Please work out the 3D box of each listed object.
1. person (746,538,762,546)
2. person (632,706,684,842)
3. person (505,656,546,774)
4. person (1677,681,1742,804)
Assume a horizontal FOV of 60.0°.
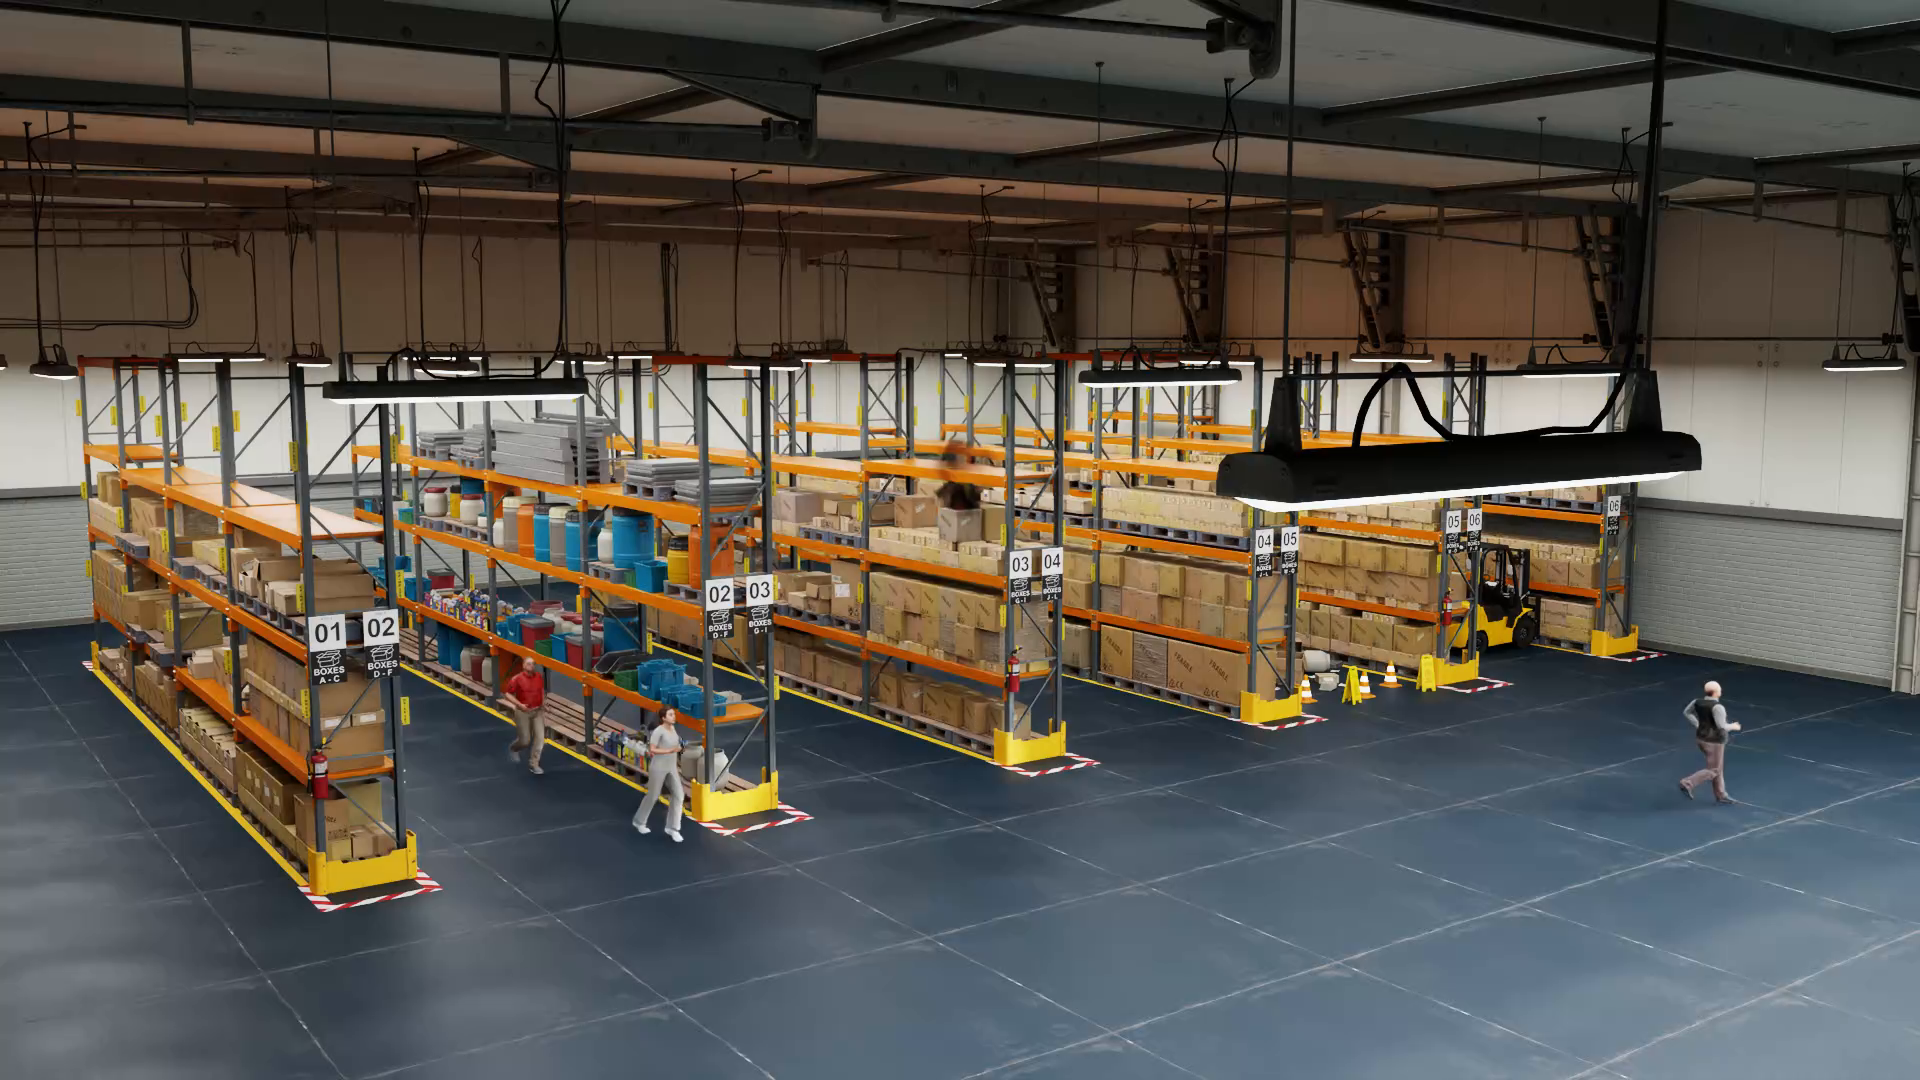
[{"bbox_3d":[-5.160,0.476,41.363,0.657,1.741,0.684,-5,9,-36],"label":"person"},{"bbox_3d":[-3.781,2.946,21.161,0.762,1.714,0.571,4,8,32],"label":"person"},{"bbox_3d":[-6.325,2.539,24.351,0.660,1.699,0.772,-7,10,-44],"label":"person"},{"bbox_3d":[10.135,2.755,22.481,0.936,1.717,0.661,-1,7,-8],"label":"person"}]
